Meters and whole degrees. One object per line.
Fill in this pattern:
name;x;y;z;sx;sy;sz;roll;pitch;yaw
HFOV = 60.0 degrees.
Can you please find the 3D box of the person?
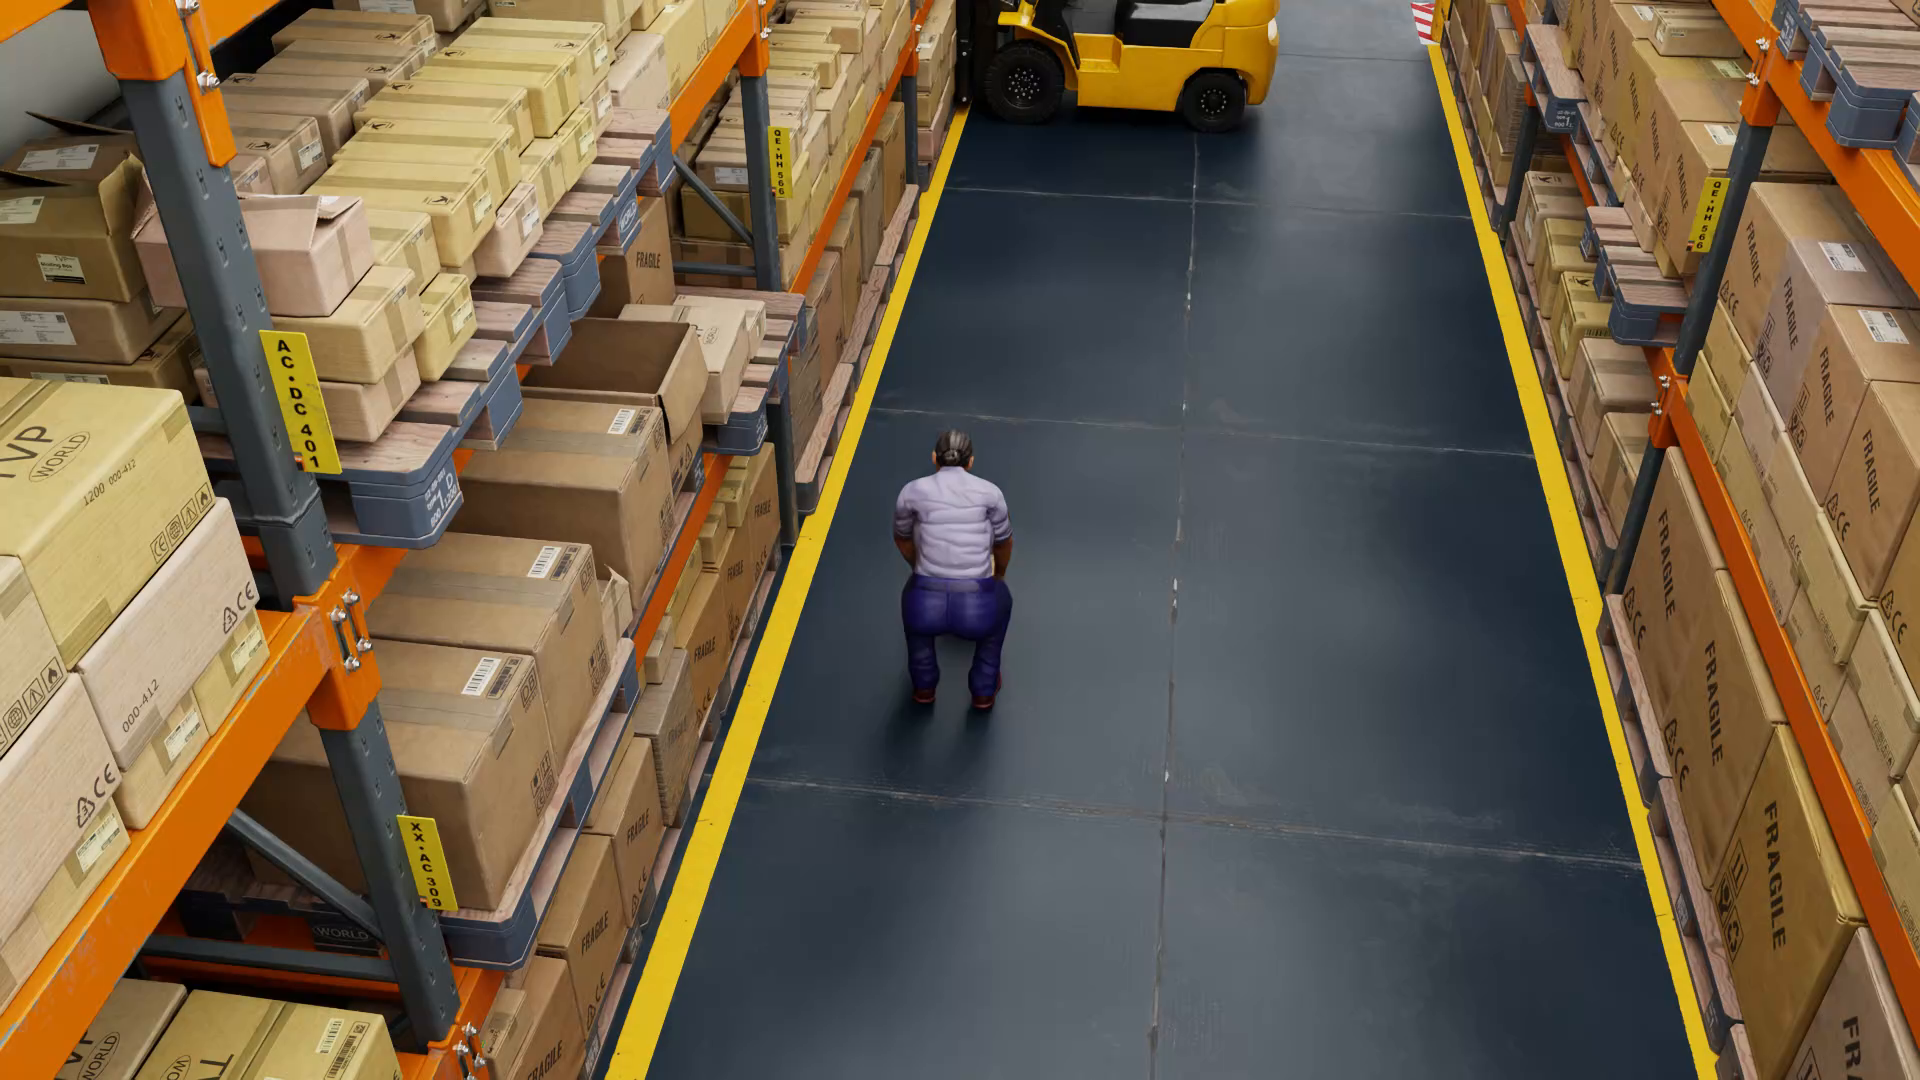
person;-0.046;0.177;7.221;0.537;1.169;0.752;4;37;6
